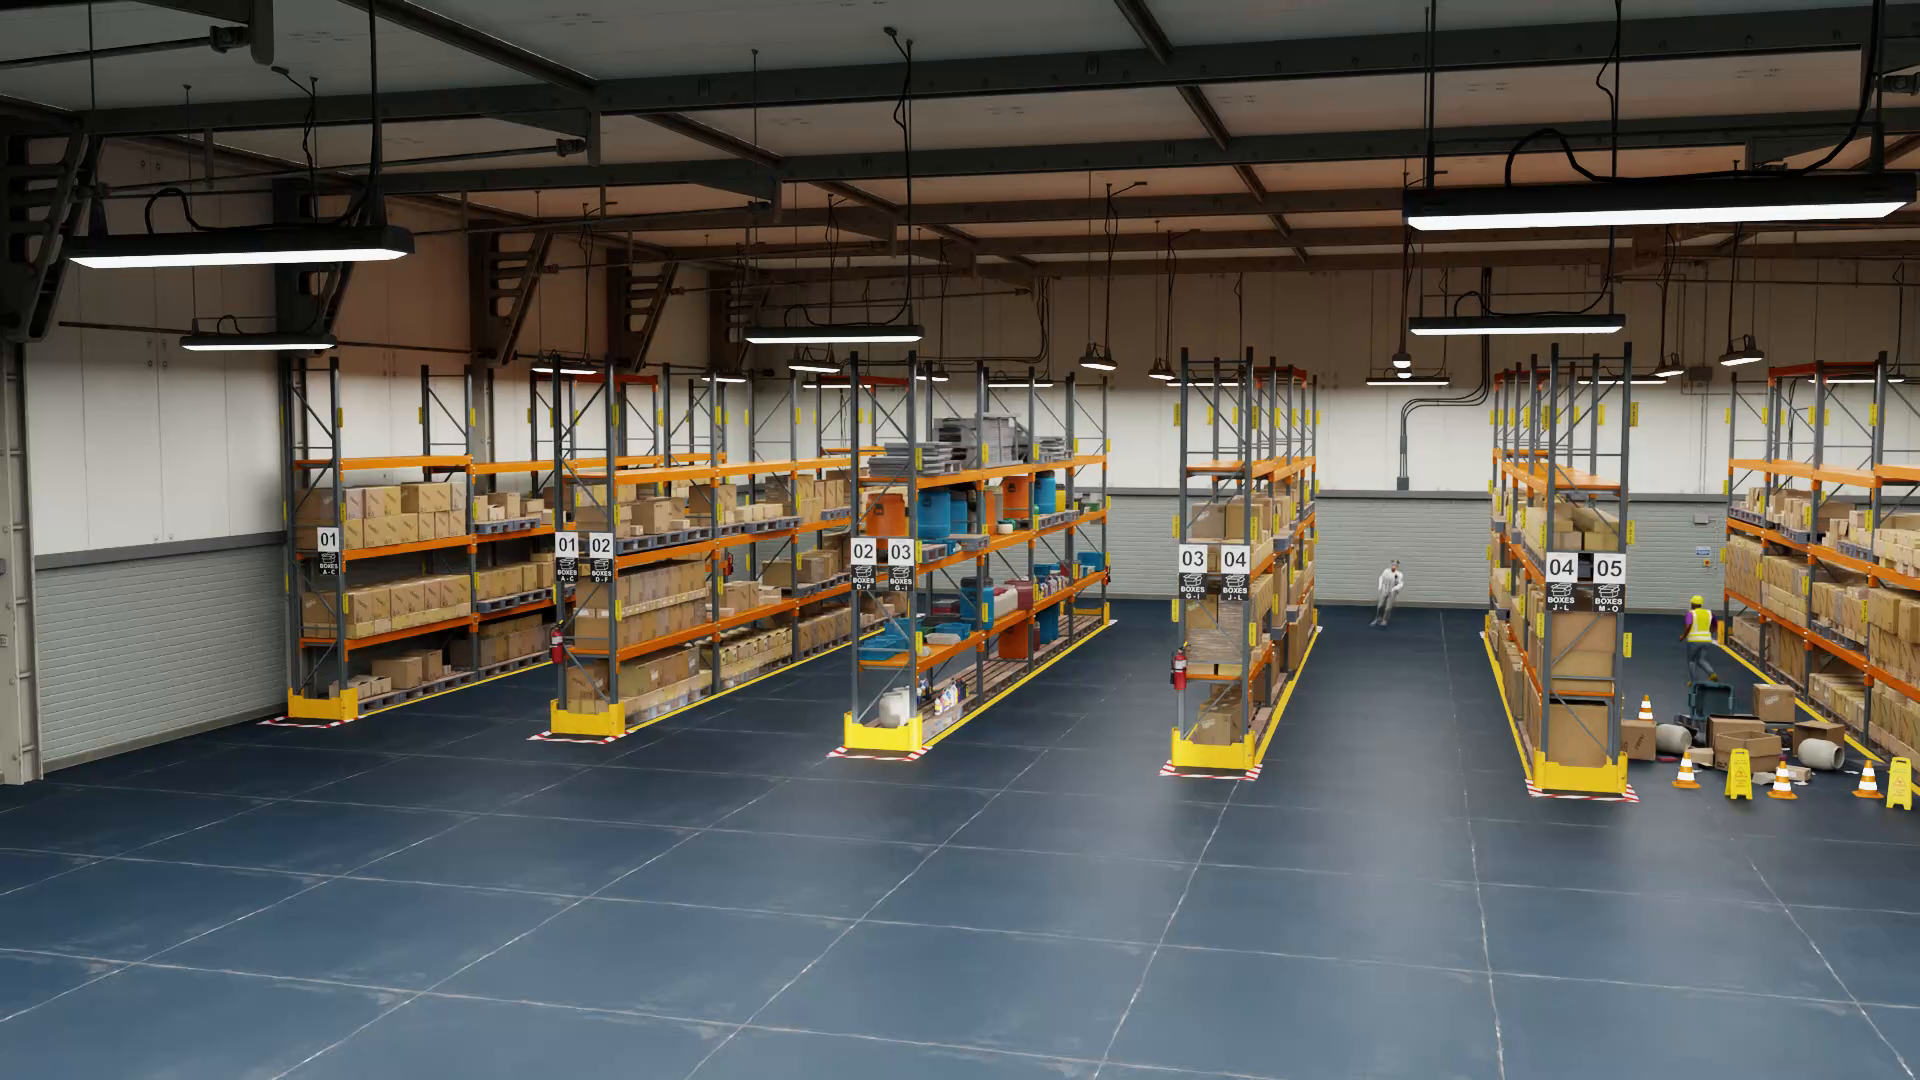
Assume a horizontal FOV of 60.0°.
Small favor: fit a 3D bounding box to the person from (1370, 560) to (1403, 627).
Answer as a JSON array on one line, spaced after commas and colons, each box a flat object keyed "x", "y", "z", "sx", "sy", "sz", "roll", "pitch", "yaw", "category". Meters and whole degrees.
[{"x": 10.203, "y": 1.277, "z": 39.780, "sx": 0.749, "sy": 1.631, "sz": 0.685, "roll": 2, "pitch": 5, "yaw": 24, "category": "person"}]

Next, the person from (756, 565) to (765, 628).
[{"x": -4.444, "y": 1.384, "z": 37.994, "sx": 0.697, "sy": 1.666, "sz": 0.816, "roll": 0, "pitch": 4, "yaw": 5, "category": "person"}]

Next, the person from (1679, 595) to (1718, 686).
[{"x": 13.726, "y": 1.896, "z": 30.739, "sx": 0.703, "sy": 1.712, "sz": 0.750, "roll": -1, "pitch": 4, "yaw": -7, "category": "person"}]
